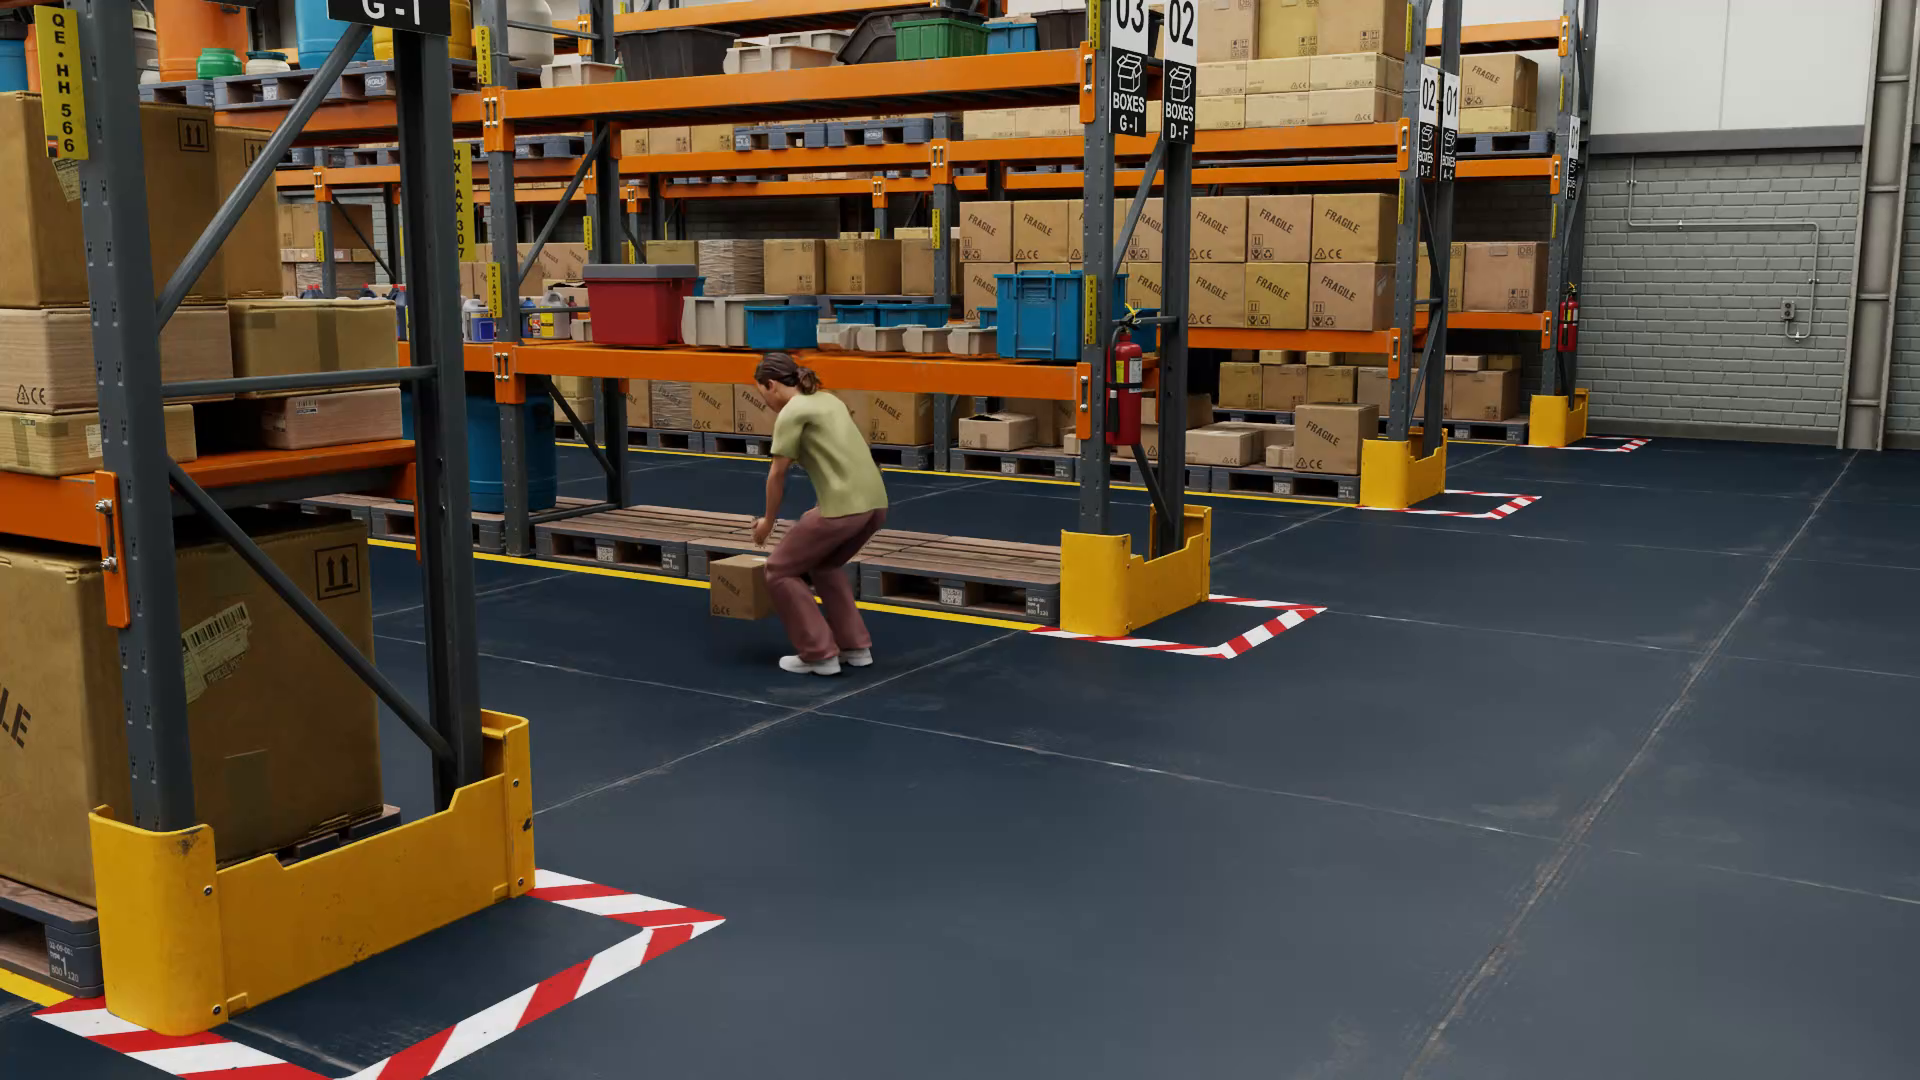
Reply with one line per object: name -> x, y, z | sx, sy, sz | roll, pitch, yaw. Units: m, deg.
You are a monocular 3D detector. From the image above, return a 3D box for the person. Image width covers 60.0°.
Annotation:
person -> -0.641, -0.117, 7.388 | 0.615, 1.418, 0.508 | 6, 11, 31
